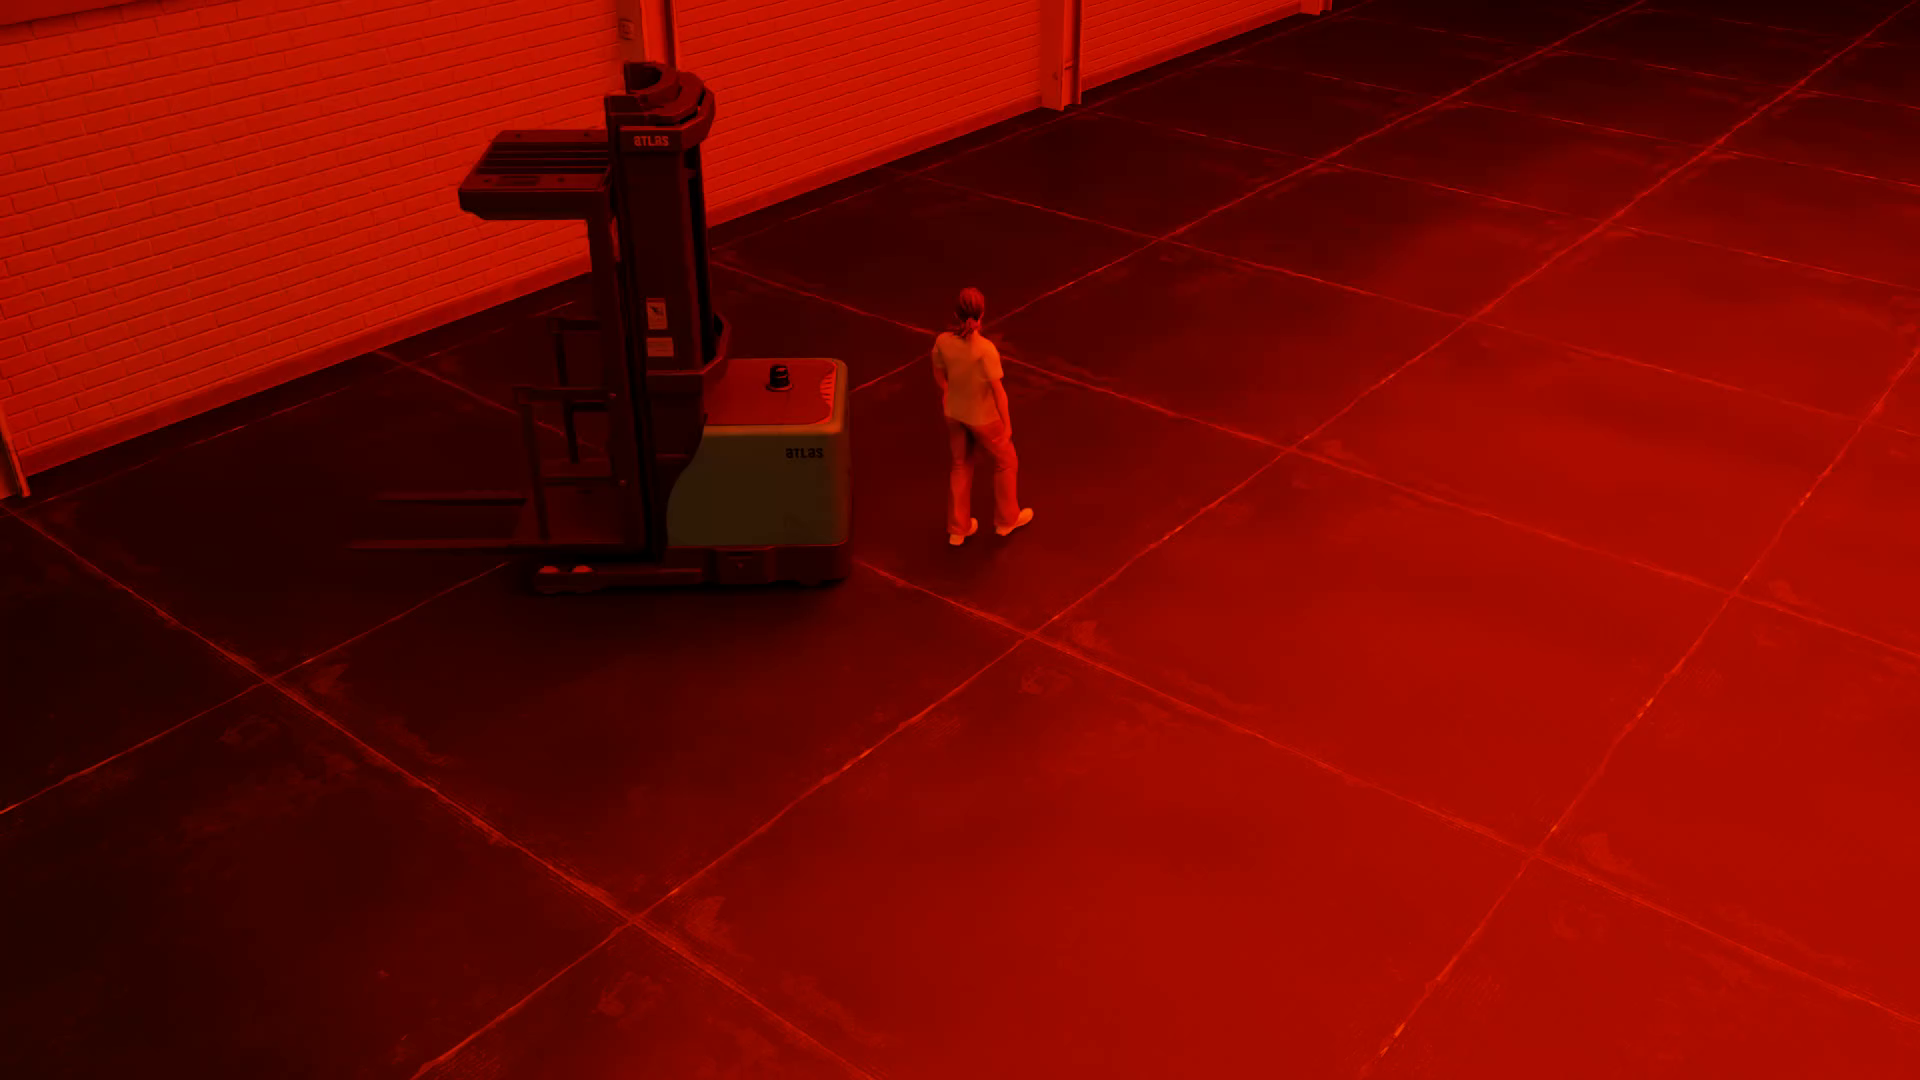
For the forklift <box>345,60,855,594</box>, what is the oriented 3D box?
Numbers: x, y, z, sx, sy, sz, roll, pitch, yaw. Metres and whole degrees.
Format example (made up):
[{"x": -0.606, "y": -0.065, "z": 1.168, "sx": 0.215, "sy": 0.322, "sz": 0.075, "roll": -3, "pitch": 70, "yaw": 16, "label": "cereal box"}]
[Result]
[{"x": -2.186, "y": -1.212, "z": 9.669, "sx": 3.031, "sy": 2.935, "sz": 1.130, "roll": -1, "pitch": 30, "yaw": -1, "label": "forklift"}]

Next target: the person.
[{"x": 0.119, "y": -0.790, "z": 10.217, "sx": 0.599, "sy": 1.652, "sz": 0.578, "roll": 17, "pitch": 34, "yaw": 27, "label": "person"}]
